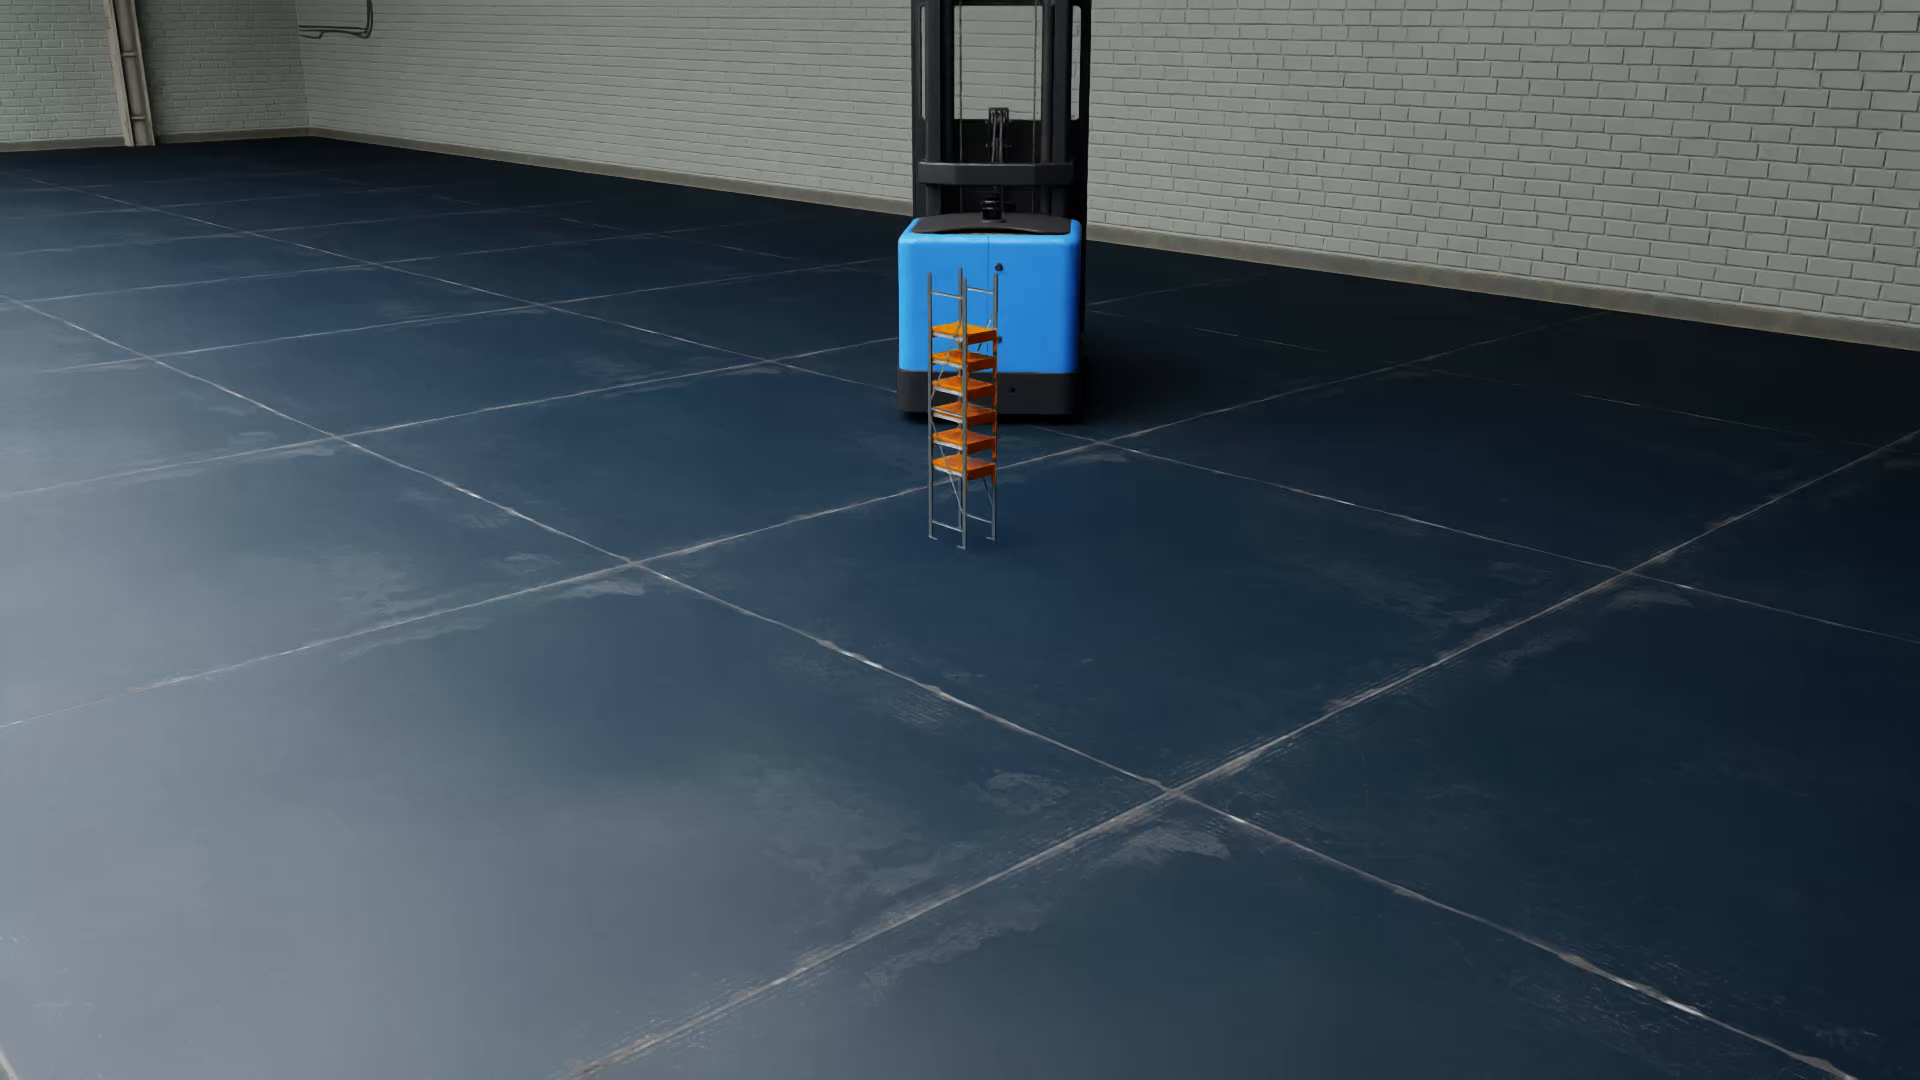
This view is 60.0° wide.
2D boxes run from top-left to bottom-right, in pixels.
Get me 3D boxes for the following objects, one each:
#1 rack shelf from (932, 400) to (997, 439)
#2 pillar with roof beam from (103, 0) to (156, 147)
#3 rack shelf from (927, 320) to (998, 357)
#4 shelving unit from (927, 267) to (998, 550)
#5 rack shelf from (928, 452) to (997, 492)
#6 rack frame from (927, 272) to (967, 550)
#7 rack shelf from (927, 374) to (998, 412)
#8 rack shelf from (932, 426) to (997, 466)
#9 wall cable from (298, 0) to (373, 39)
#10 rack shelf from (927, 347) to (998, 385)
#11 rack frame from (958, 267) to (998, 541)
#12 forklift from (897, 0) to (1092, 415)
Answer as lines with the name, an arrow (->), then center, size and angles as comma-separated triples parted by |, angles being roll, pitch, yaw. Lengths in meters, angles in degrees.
rack shelf -> 0.011, -0.532, 7.323 | 0.180, 0.103, 0.258 | -16, 24, -41
pillar with roof beam -> -10.800, -9.937, 23.542 | 0.400, 9.000, 9.100 | -16, 24, -41
rack shelf -> 0.011, -0.874, 7.212 | 0.180, 0.103, 0.258 | -16, 24, -41
shelving unit -> 0.011, -0.574, 7.309 | 0.189, 1.200, 0.258 | -16, 24, -41
rack shelf -> 0.011, -0.303, 7.397 | 0.180, 0.103, 0.258 | -16, 24, -41
rack frame -> -0.056, -0.554, 7.249 | 0.006, 1.200, 0.240 | -16, 24, -41
rack shelf -> 0.011, -0.646, 7.286 | 0.180, 0.103, 0.258 | -16, 24, -41
rack shelf -> 0.011, -0.417, 7.360 | 0.180, 0.103, 0.258 | -16, 24, -41
wall cable -> -10.709, -9.752, 28.008 | 0.112, 2.526, 3.097 | -16, 24, -41
rack shelf -> 0.011, -0.760, 7.249 | 0.180, 0.103, 0.258 | -16, 24, -41
rack frame -> 0.077, -0.593, 7.369 | 0.006, 1.200, 0.240 | -16, 24, -41
forklift -> 0.266, -2.511, 10.477 | 1.130, 2.935, 3.031 | 1, 18, 4
